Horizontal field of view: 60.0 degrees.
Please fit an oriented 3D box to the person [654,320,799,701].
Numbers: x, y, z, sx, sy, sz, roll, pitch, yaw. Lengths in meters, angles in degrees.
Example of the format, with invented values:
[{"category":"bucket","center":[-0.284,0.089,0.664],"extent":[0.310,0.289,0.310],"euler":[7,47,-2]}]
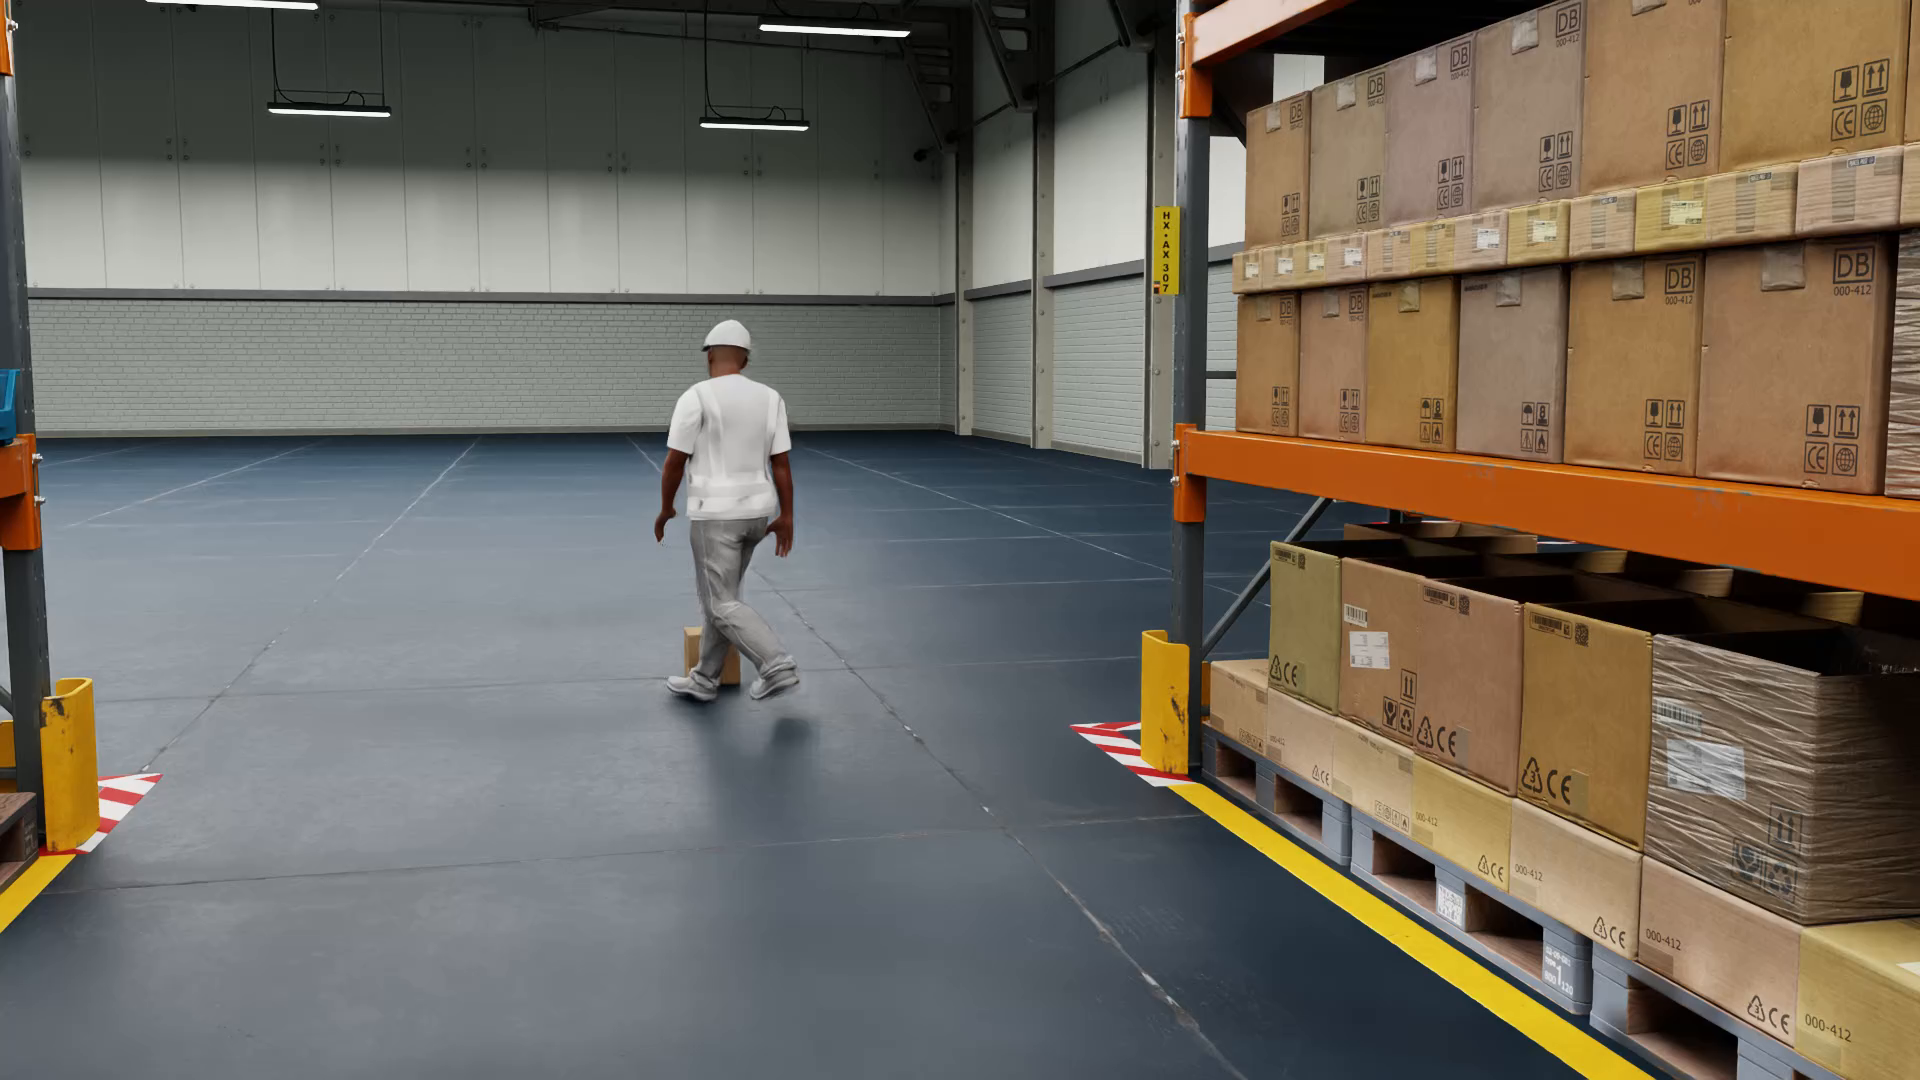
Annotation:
[{"category":"person","center":[-1.028,-0.110,7.451],"extent":[0.928,1.741,0.574],"euler":[5,8,39]}]
